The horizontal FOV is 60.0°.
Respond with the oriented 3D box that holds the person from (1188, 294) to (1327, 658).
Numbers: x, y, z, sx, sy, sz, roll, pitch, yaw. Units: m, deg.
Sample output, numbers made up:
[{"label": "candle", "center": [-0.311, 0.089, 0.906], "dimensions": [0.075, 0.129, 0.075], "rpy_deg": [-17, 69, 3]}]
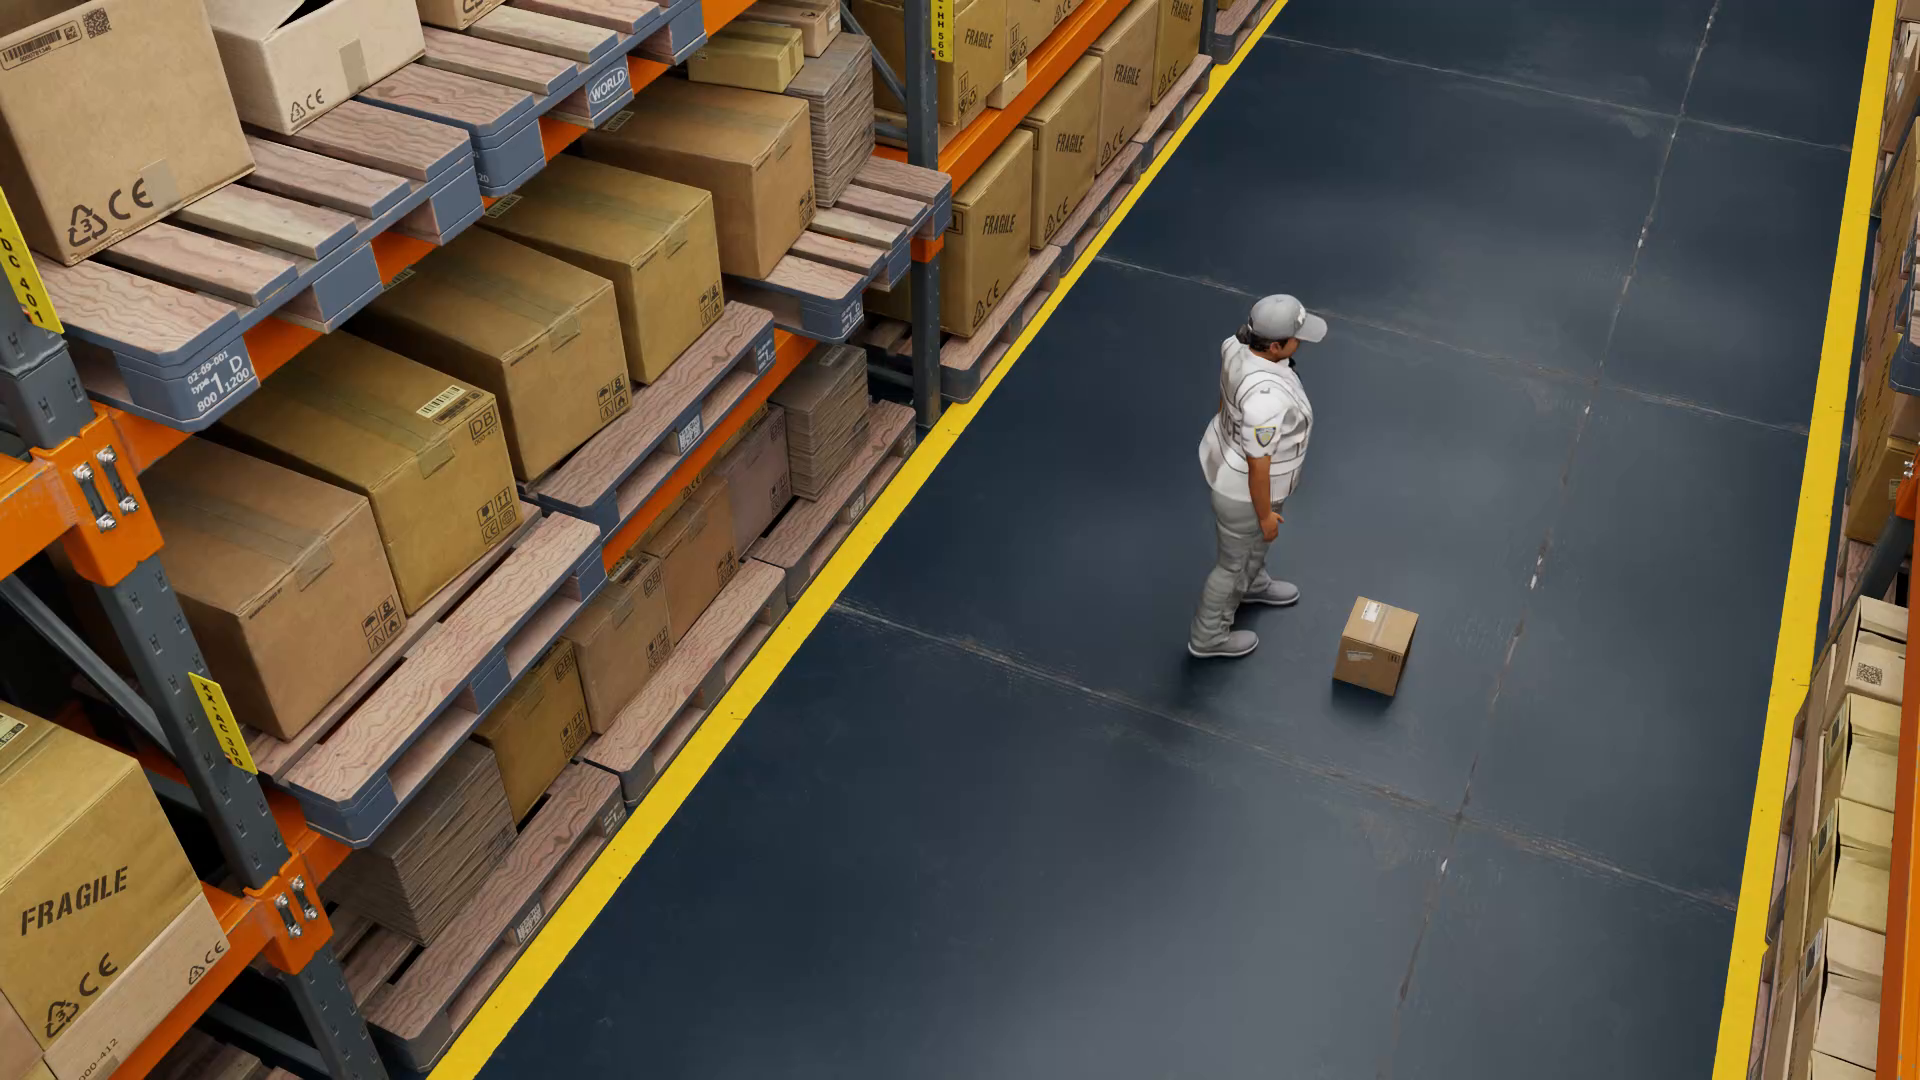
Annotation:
[{"label": "person", "center": [1.197, -0.245, 6.419], "dimensions": [0.538, 1.663, 0.504], "rpy_deg": [-3, 42, -4]}]
